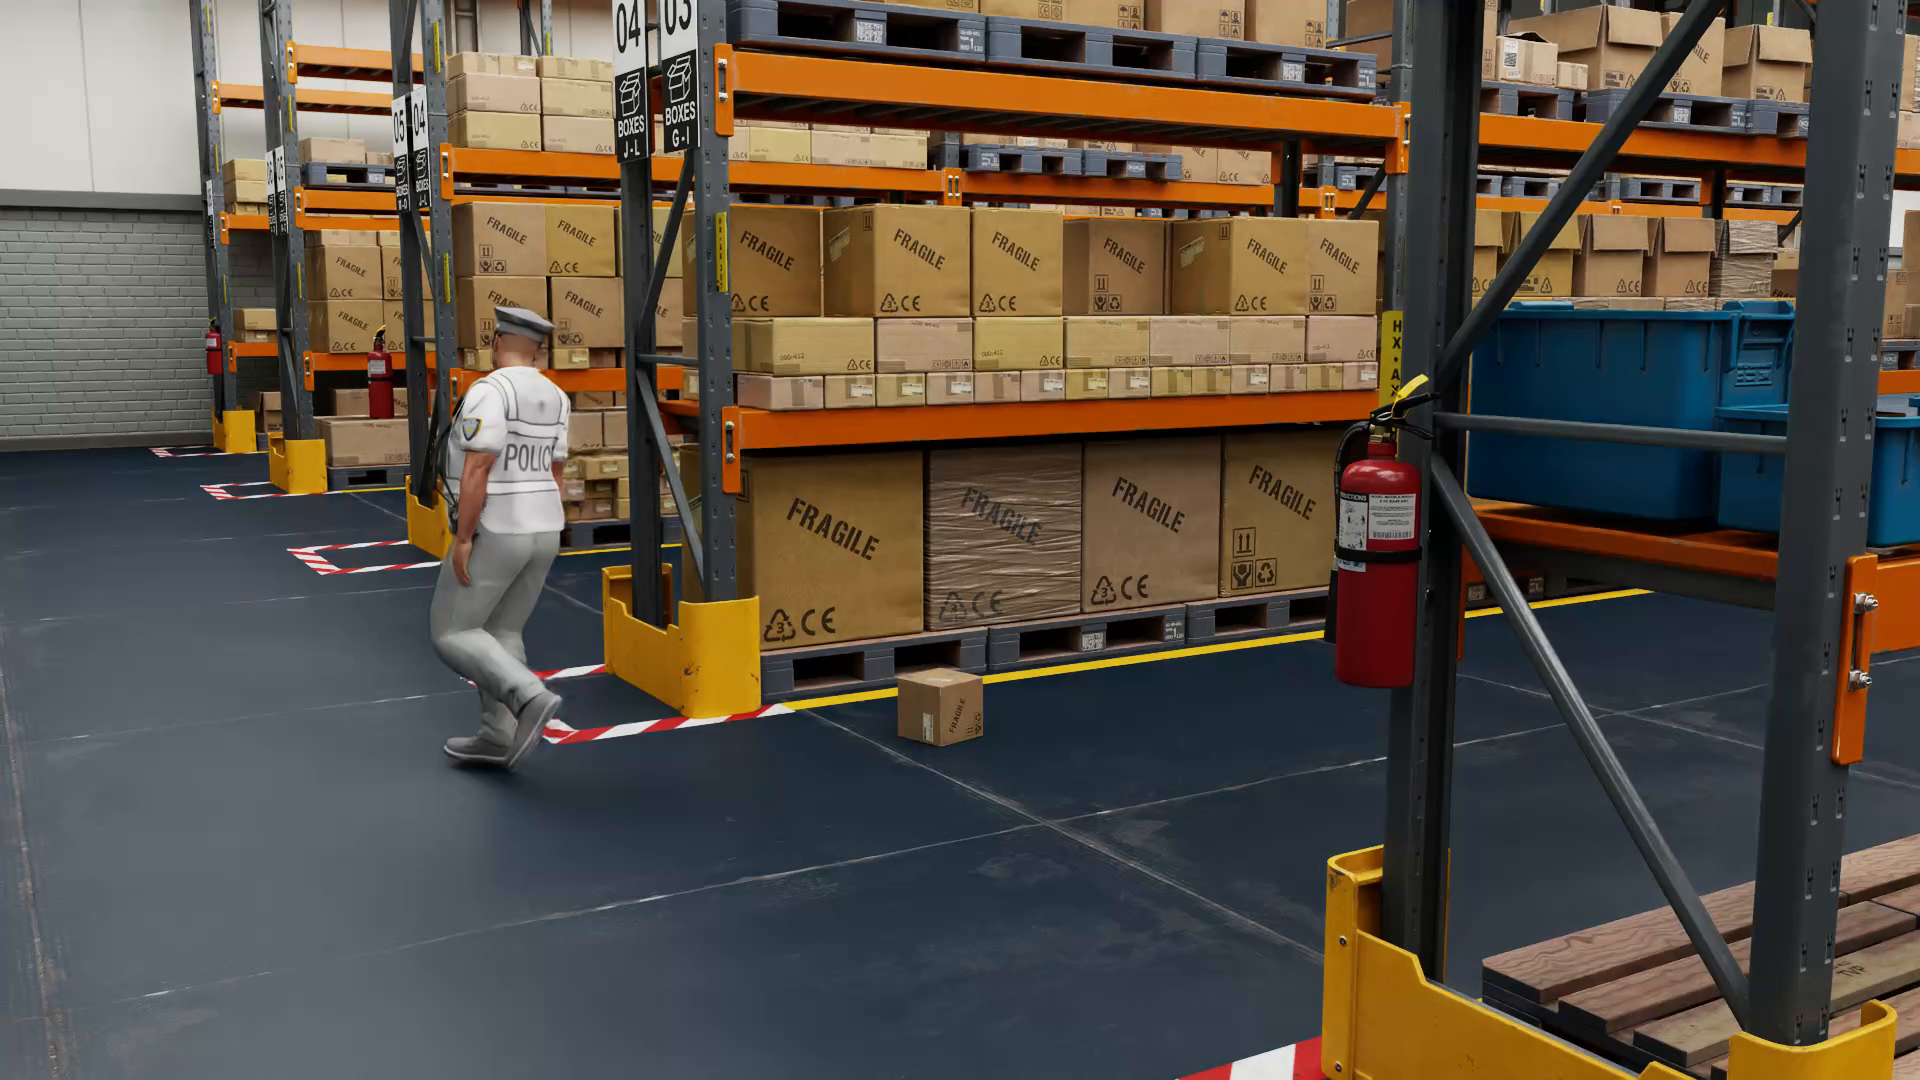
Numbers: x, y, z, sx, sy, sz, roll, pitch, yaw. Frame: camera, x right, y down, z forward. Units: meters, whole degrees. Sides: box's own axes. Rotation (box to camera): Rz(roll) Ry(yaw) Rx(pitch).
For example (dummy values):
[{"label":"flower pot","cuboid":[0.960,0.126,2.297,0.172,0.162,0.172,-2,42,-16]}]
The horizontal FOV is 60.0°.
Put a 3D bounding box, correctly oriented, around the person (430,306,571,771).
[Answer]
[{"label":"person","cuboid":[-1.690,-0.011,6.270,0.625,1.723,0.568,3,9,23]}]
